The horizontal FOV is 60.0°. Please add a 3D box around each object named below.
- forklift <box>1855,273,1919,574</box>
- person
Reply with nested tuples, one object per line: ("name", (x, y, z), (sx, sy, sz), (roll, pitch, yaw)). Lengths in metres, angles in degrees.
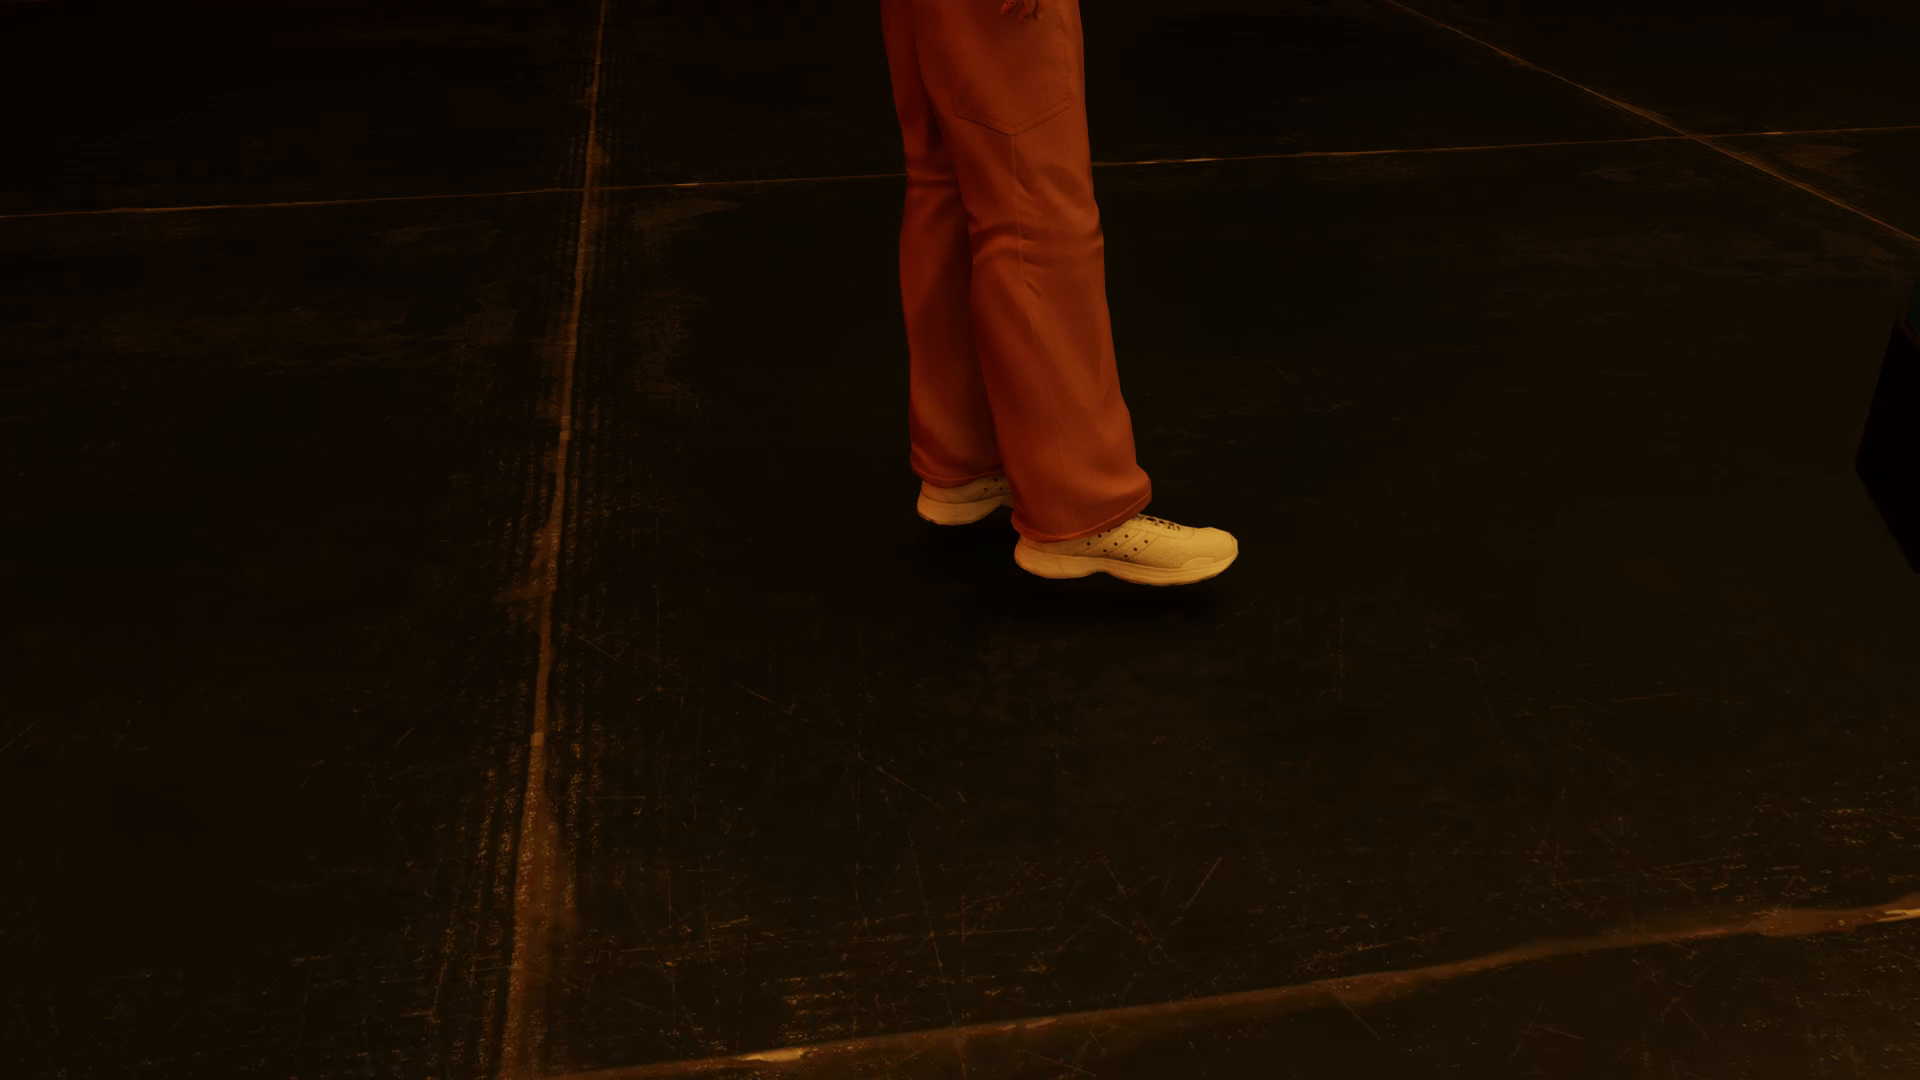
("forklift", (2.766, -0.995, 1.248), (3.031, 2.935, 1.130), (6, 28, 11))
("person", (0.074, -0.783, 2.087), (0.548, 1.675, 0.554), (-5, 28, -9))
